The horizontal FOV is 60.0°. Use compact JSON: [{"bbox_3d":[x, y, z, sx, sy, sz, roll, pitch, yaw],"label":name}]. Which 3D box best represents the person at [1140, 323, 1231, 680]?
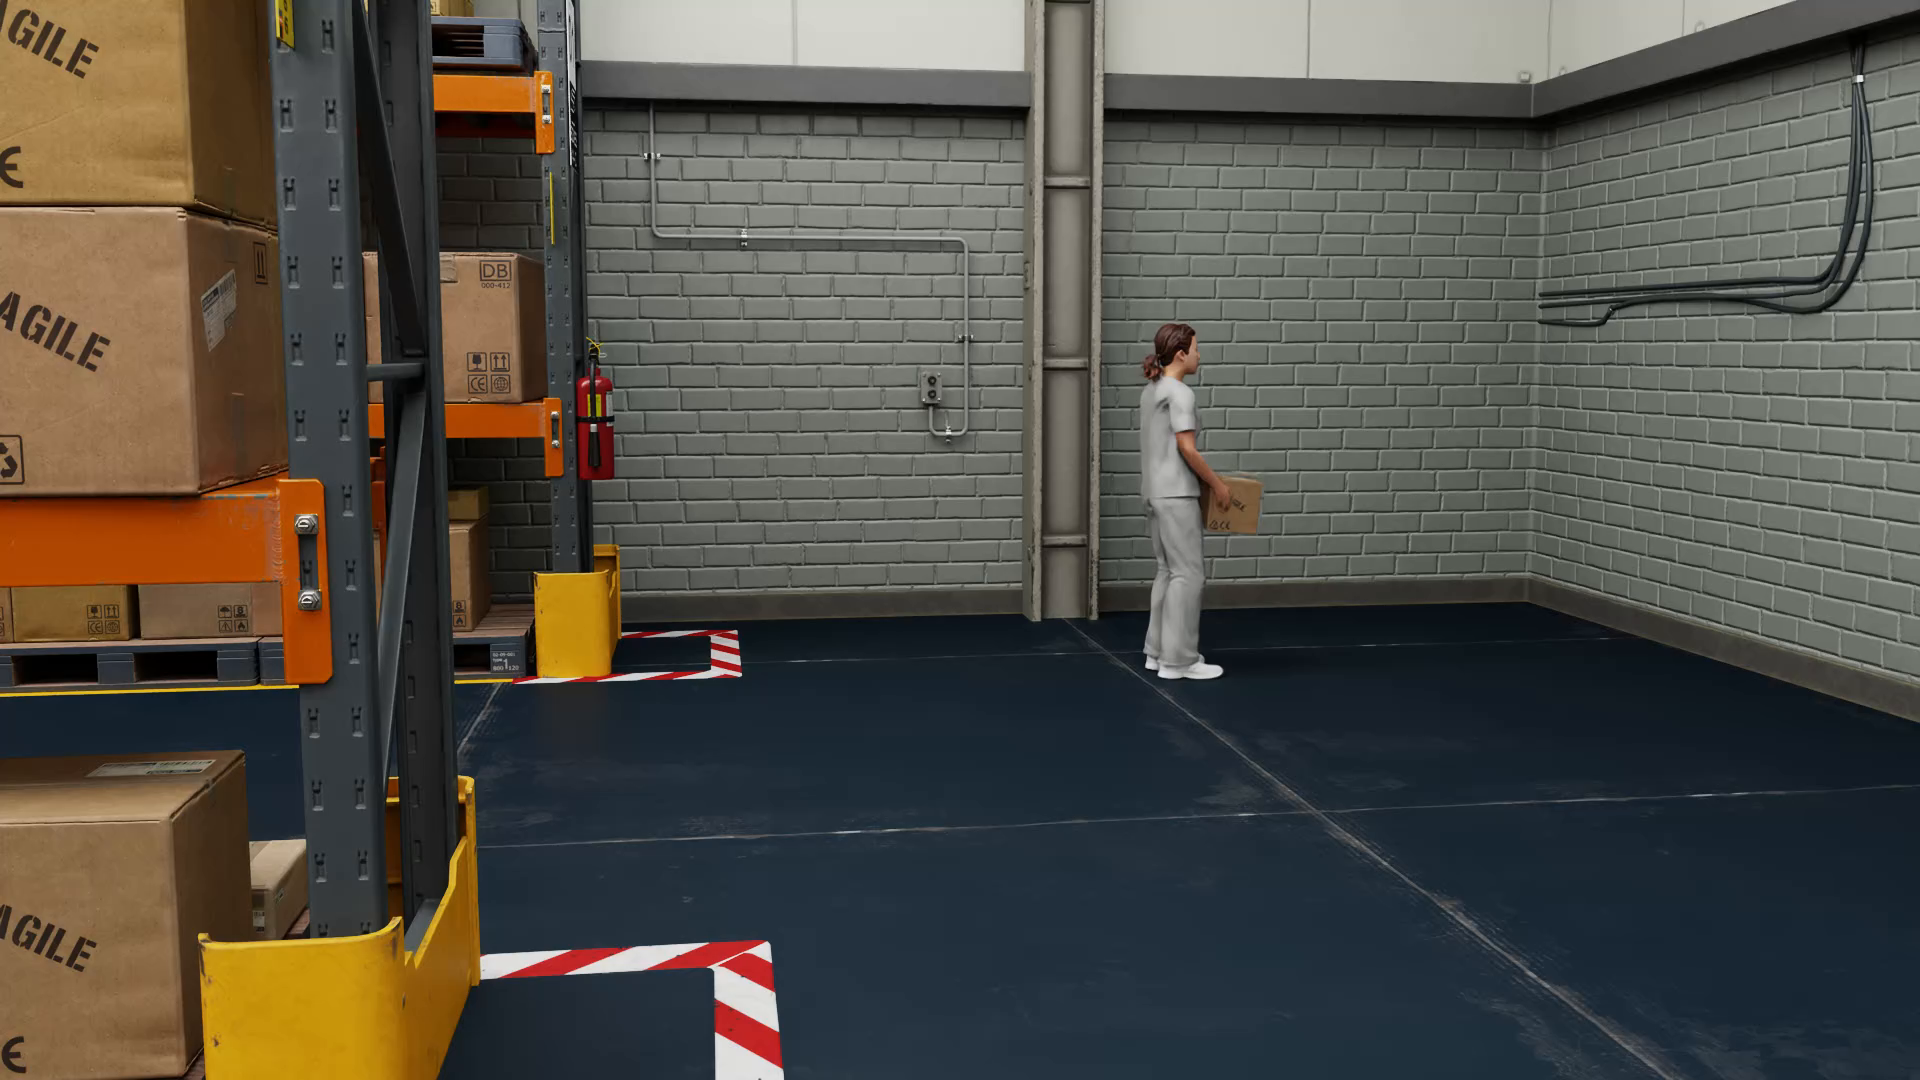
[{"bbox_3d":[1.060,-0.192,7.954,0.429,1.676,0.466,-1,7,-10],"label":"person"}]
